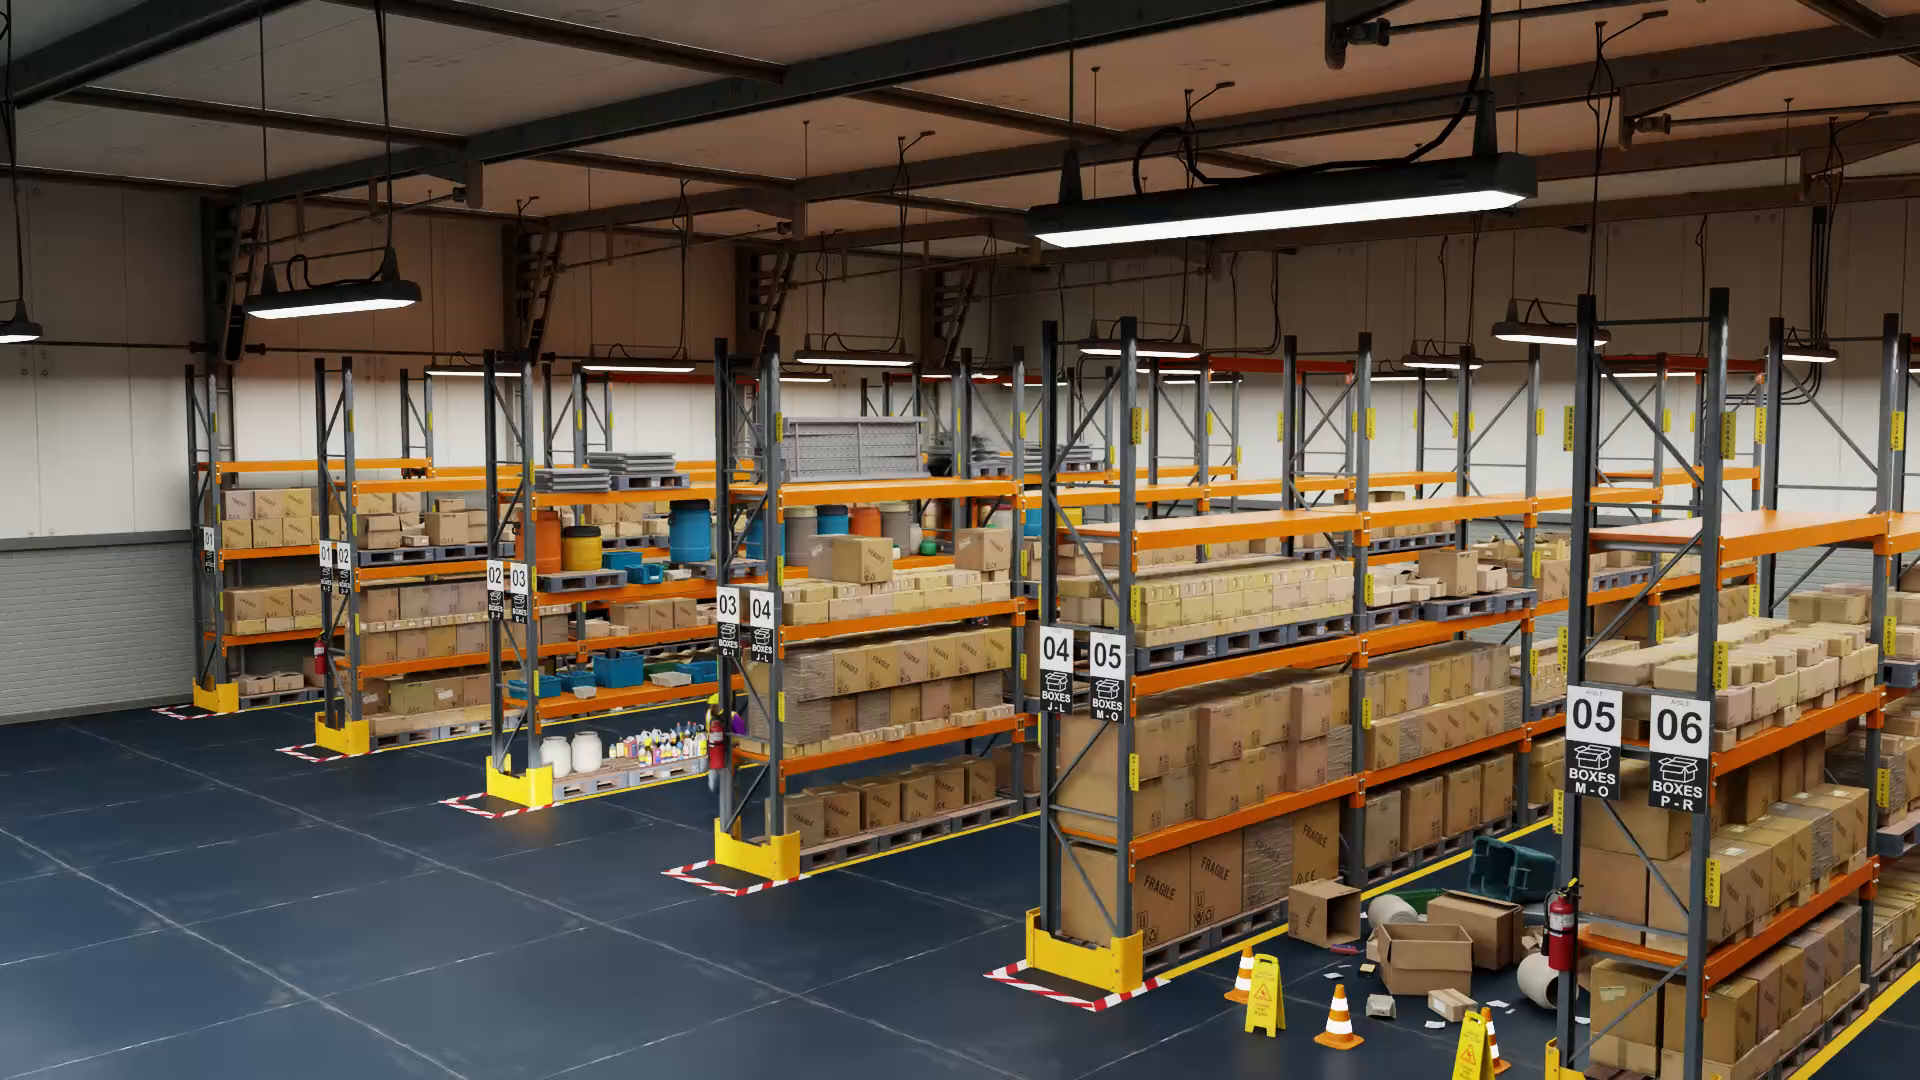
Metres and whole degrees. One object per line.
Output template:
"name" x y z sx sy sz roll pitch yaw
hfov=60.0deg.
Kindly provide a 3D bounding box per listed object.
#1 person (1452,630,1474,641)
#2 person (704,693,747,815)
"person" 9.305 2.016 31.194 0.569 1.558 0.660 2 5 26
"person" -2.965 2.734 20.922 0.689 1.686 0.736 2 5 21
